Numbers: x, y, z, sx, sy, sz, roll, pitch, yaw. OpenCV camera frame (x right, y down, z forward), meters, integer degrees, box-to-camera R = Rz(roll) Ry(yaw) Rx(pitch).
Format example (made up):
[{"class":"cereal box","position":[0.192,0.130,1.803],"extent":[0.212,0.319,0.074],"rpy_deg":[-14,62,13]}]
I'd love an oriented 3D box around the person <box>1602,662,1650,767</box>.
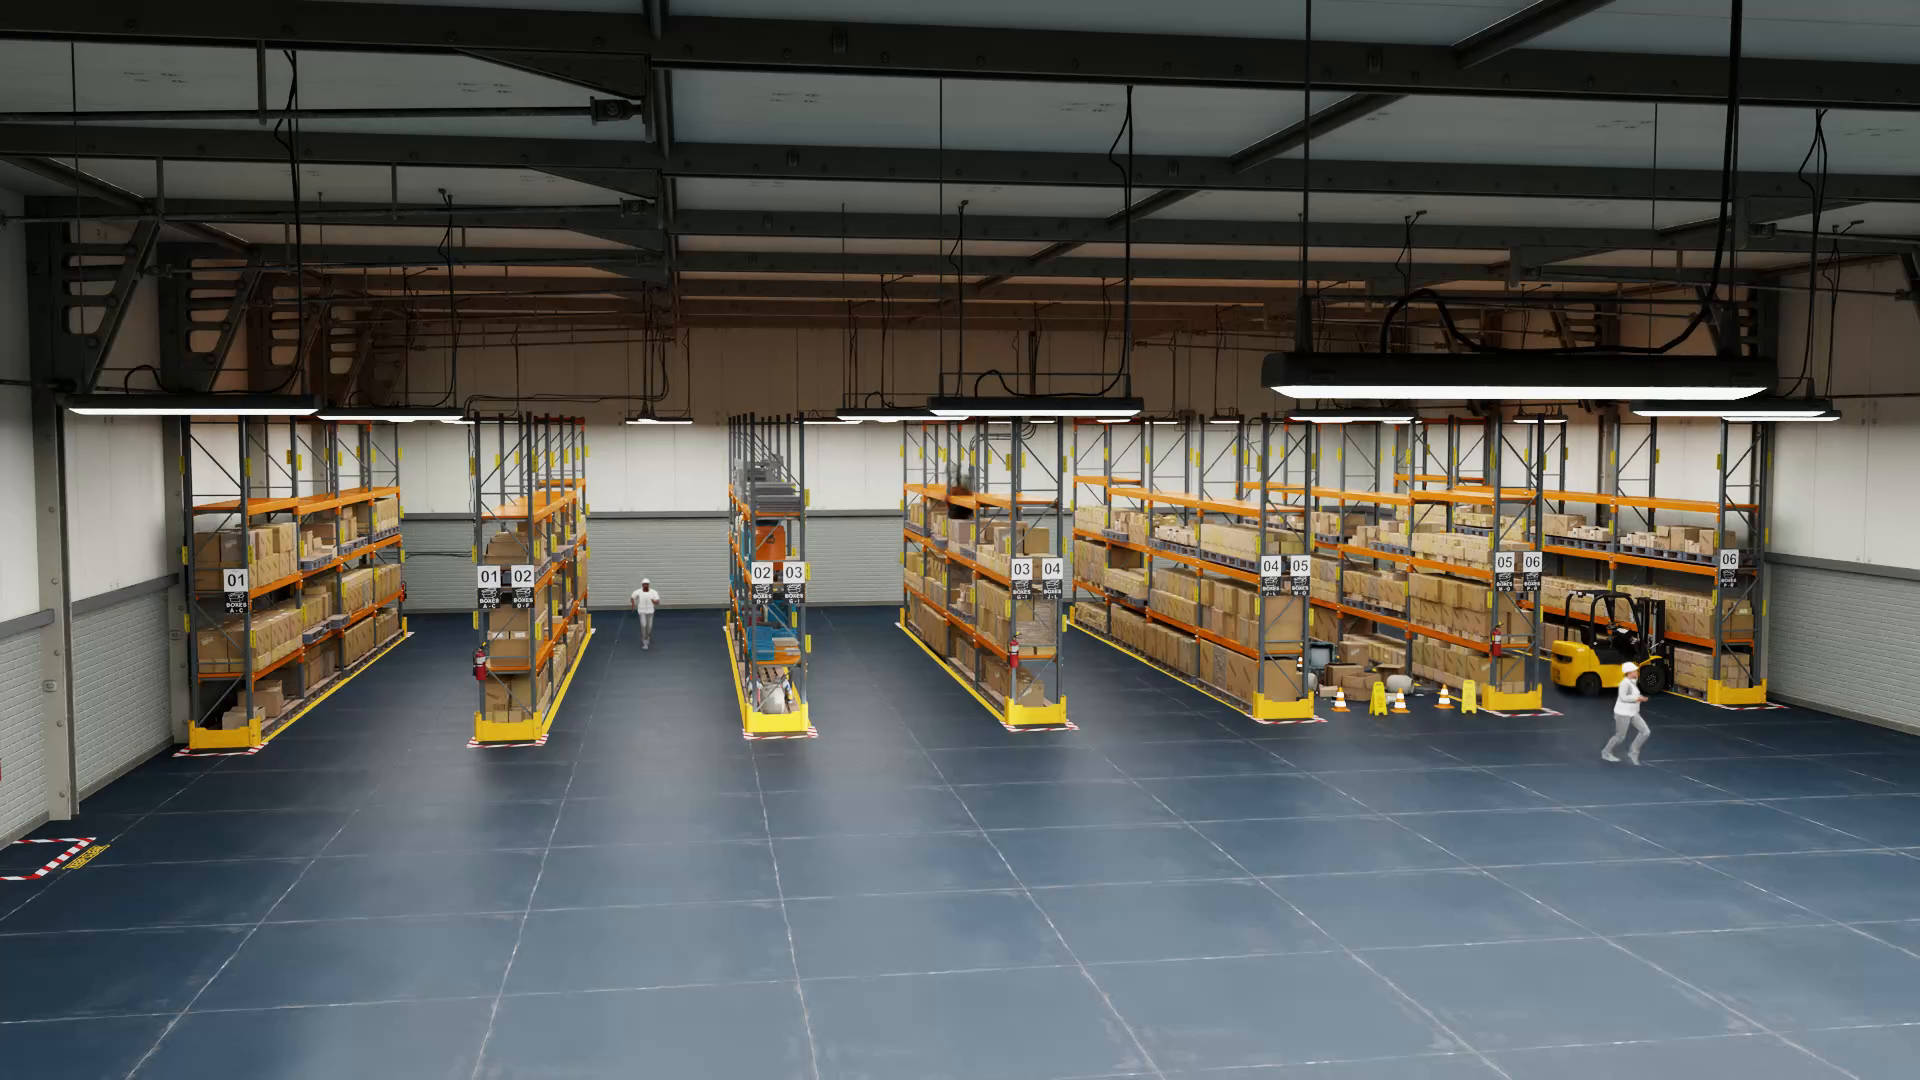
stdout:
[{"class":"person","position":[11.224,2.944,28.041],"extent":[0.777,1.795,0.640],"rpy_deg":[4,5,43]}]

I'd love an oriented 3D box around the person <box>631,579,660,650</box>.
[{"class":"person","position":[-8.130,1.894,43.071],"extent":[0.687,1.799,0.901],"rpy_deg":[-2,4,-23]}]
